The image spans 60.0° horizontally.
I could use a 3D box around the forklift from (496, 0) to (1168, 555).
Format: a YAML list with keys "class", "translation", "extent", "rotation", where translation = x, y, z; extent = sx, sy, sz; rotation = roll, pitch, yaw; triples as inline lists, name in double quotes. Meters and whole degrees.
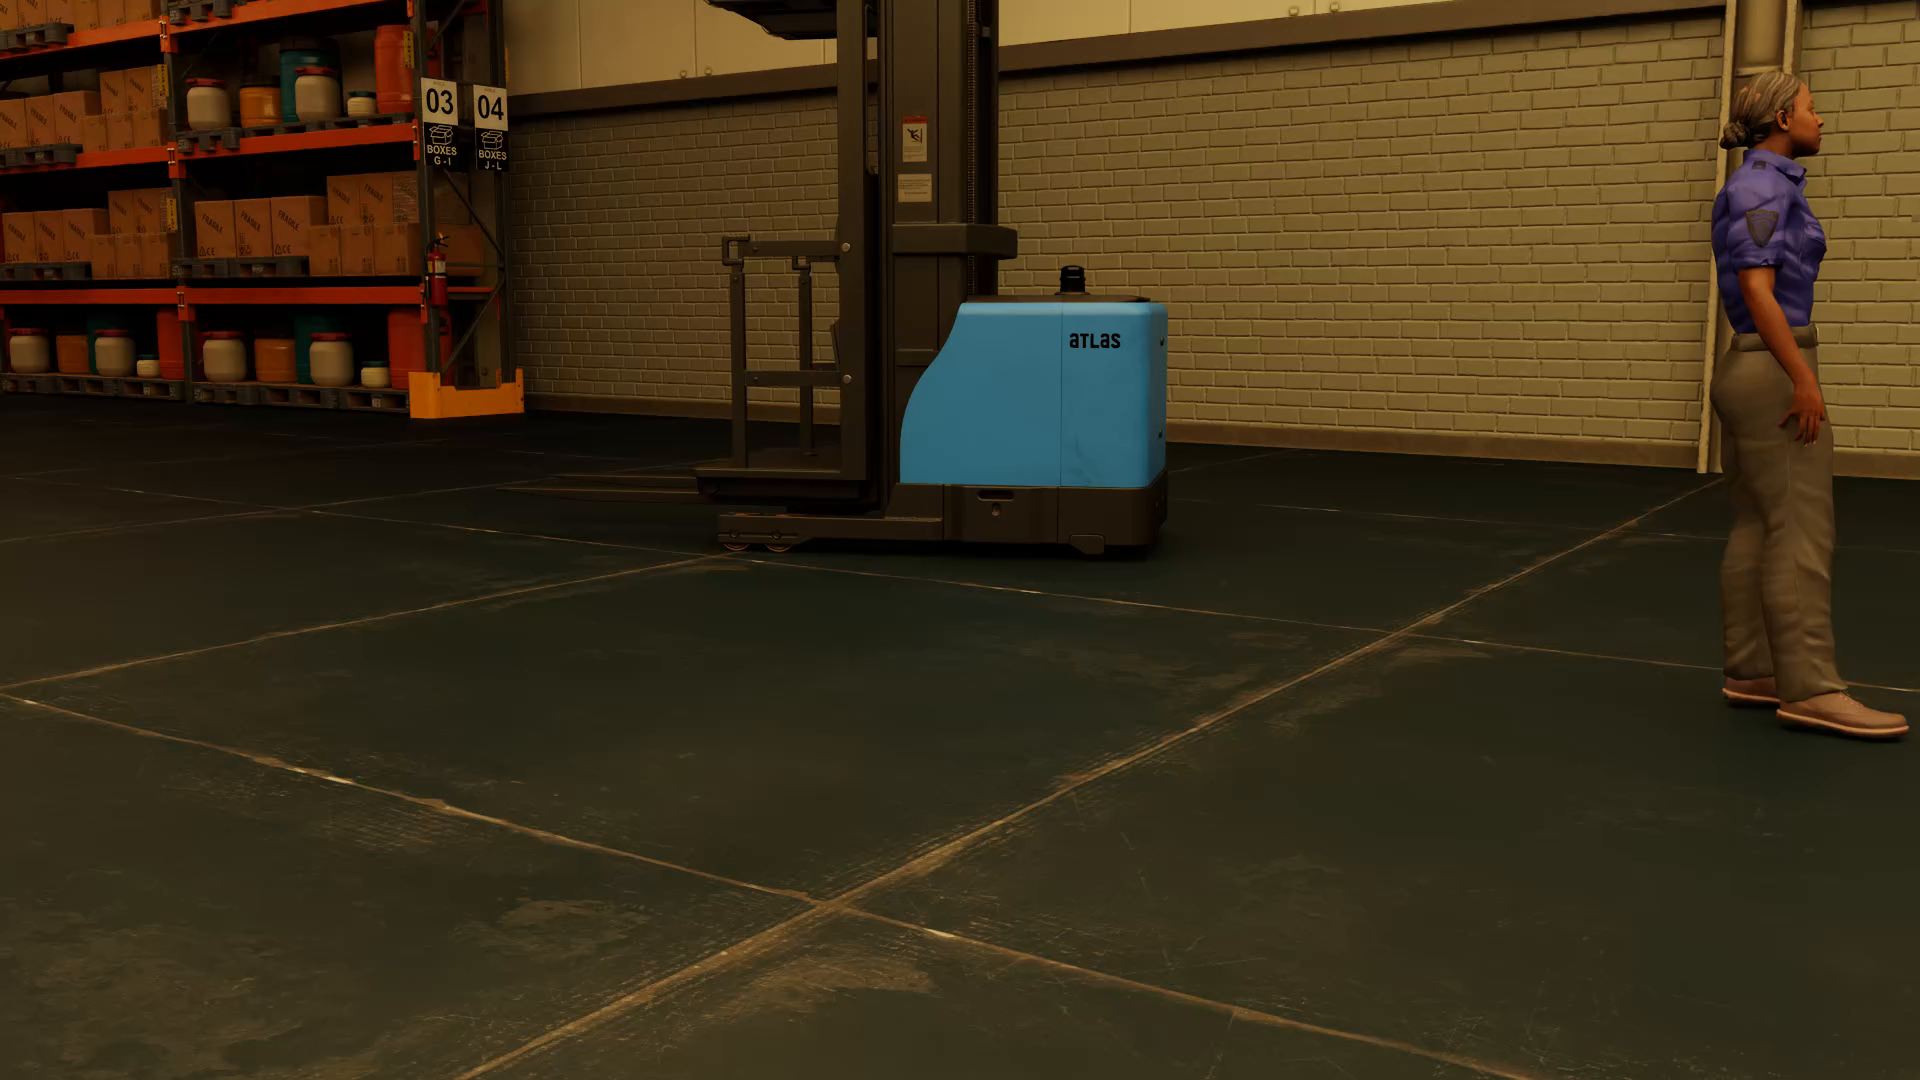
- class: "forklift"
  translation: [-0.596, -1.469, 7.520]
  extent: [3.031, 2.935, 1.130]
  rotation: [2, 8, 12]

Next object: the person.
- class: "person"
  translation: [2.186, -0.372, 4.294]
  extent: [0.504, 1.654, 0.569]
  rotation: [3, 9, 20]
